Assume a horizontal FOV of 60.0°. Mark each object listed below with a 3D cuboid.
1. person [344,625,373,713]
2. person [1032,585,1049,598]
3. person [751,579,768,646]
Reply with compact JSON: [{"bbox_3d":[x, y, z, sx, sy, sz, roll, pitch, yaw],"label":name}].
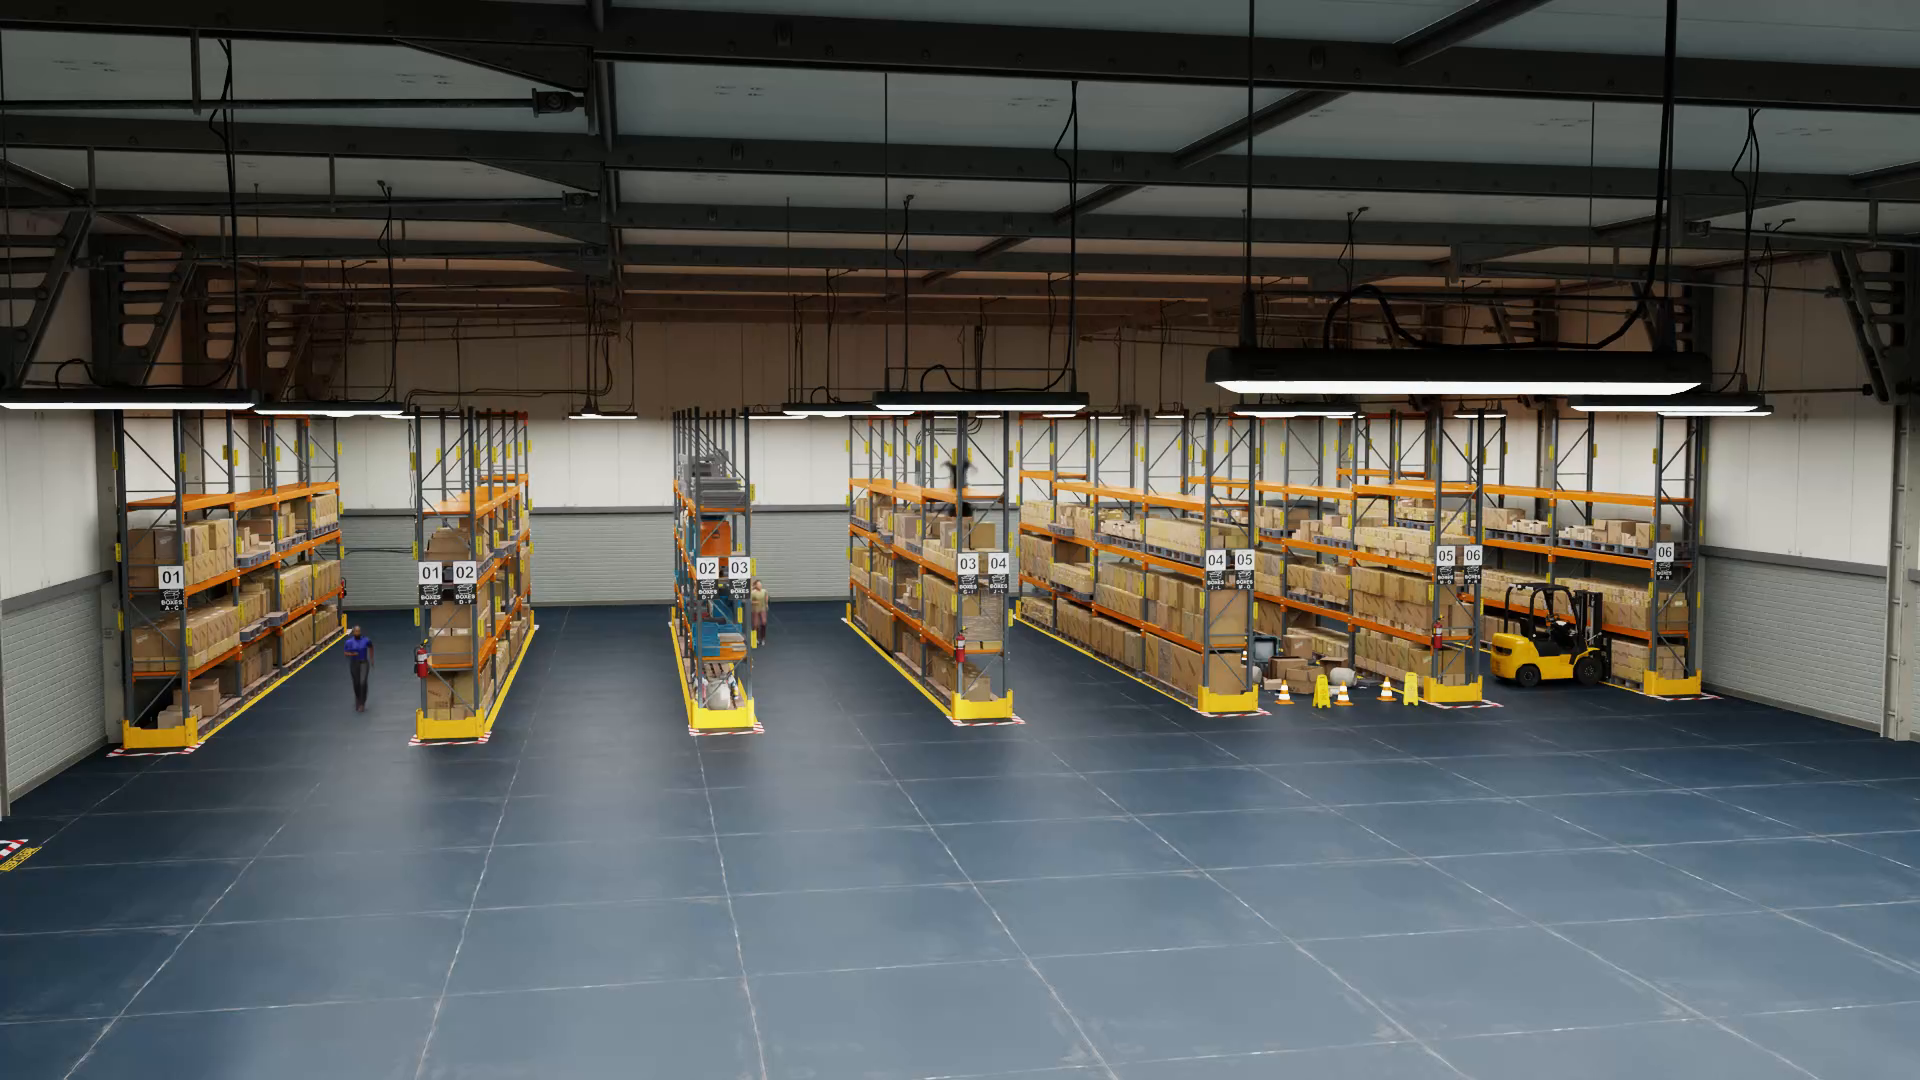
[{"bbox_3d":[-11.947,2.538,33.047,0.524,1.705,0.861,-1,4,-14],"label":"person"},{"bbox_3d":[2.439,1.257,50.127,0.970,1.766,0.720,-2,5,-26],"label":"person"},{"bbox_3d":[-5.158,1.860,42.630,0.536,1.713,0.804,-1,4,-17],"label":"person"}]
